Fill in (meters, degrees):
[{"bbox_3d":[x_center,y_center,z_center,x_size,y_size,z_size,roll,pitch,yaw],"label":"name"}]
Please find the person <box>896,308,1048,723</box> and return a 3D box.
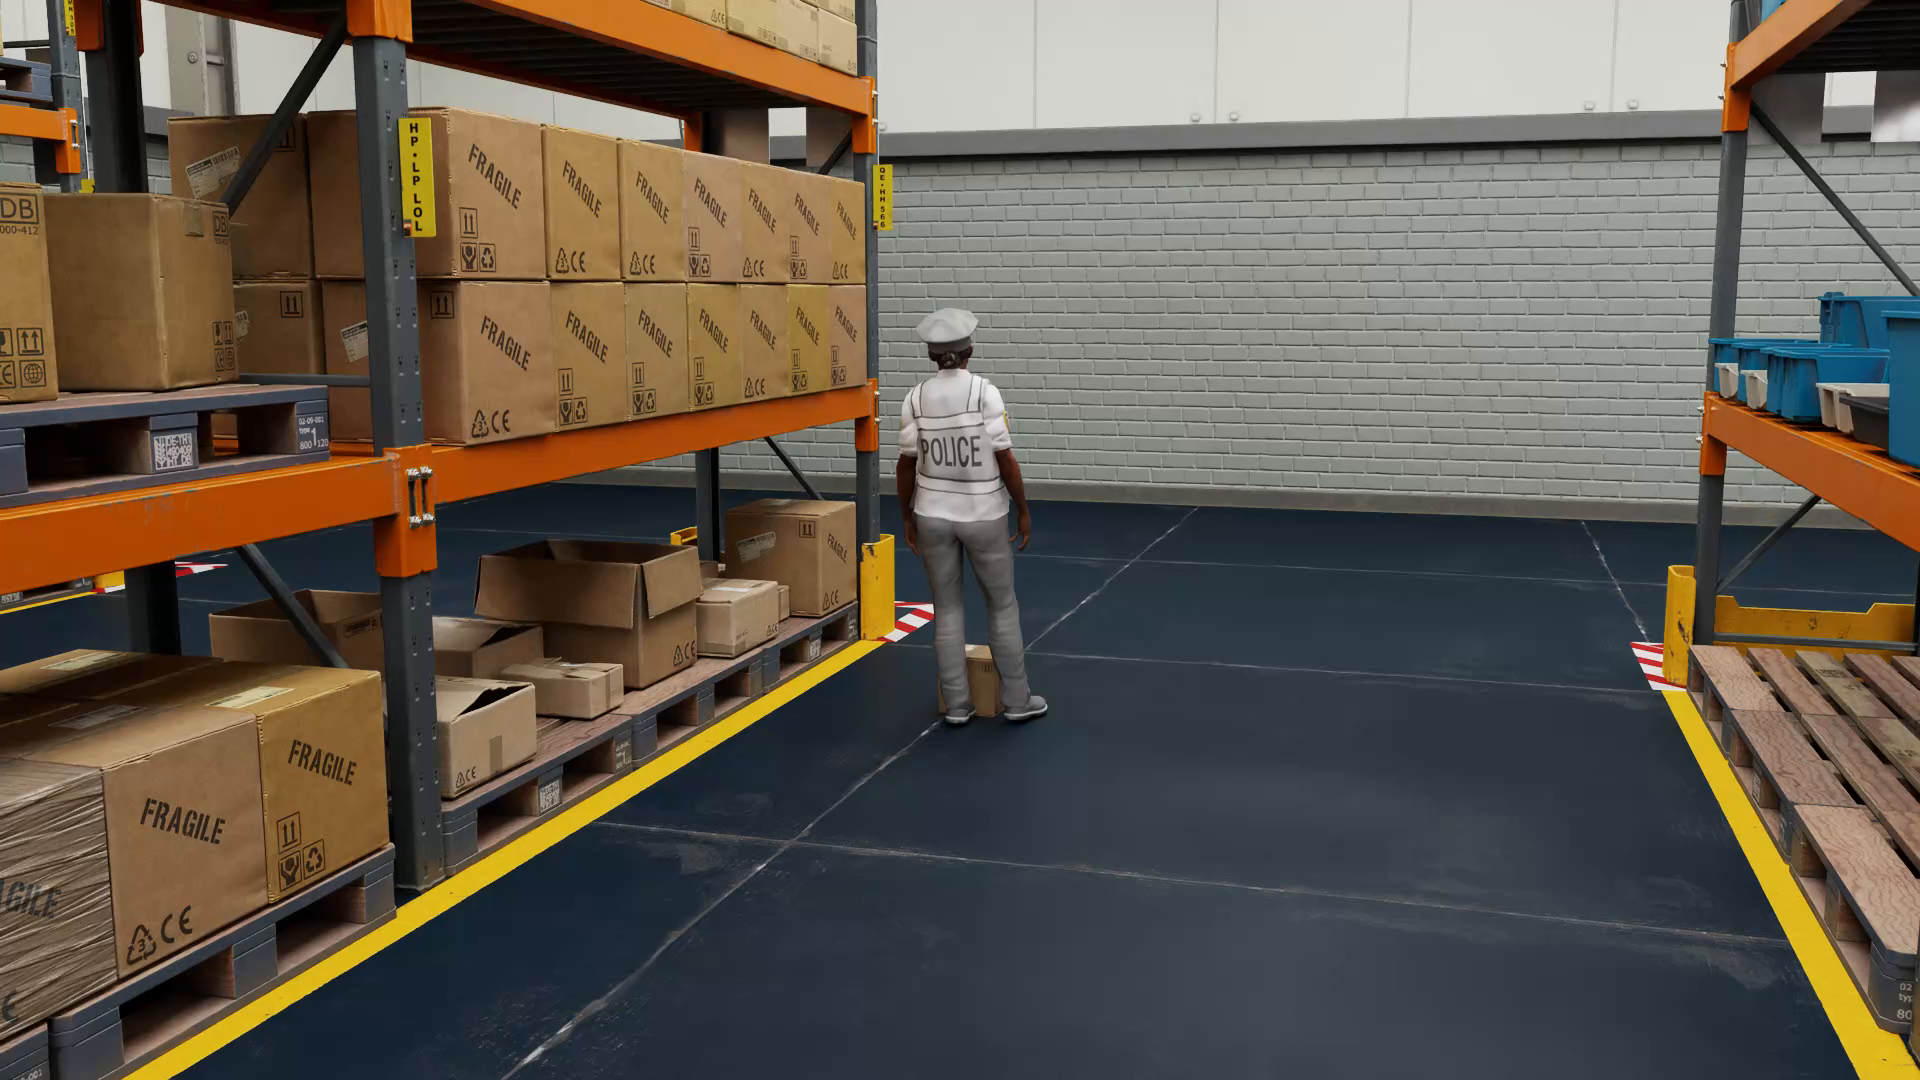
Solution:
[{"bbox_3d":[0.043,-0.094,6.795,0.568,1.694,0.529,2,9,16],"label":"person"}]
